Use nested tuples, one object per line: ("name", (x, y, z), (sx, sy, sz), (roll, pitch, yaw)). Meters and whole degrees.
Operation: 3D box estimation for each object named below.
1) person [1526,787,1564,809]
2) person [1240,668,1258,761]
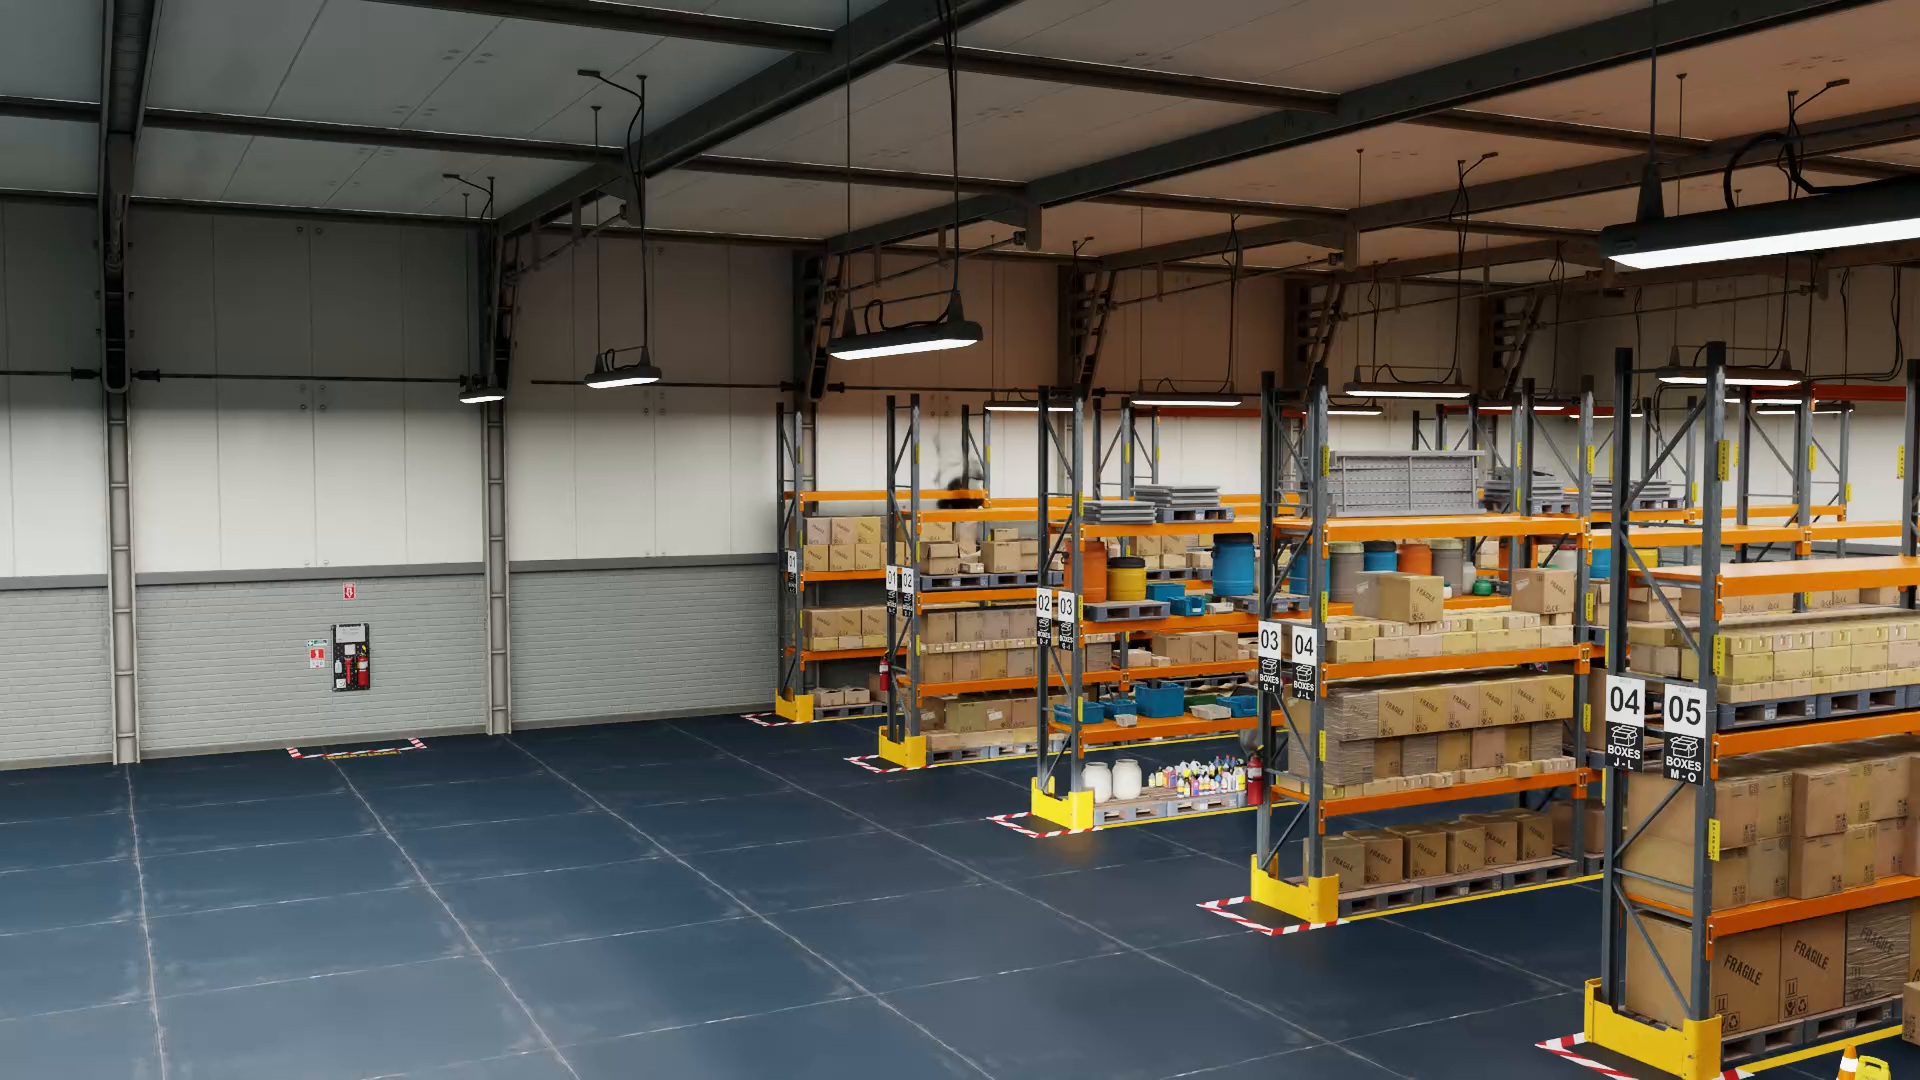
("person", (7.777, 3.004, 22.429), (0.968, 1.745, 0.710), (-2, 4, -27))
("person", (4.639, 2.855, 26.469), (0.561, 1.620, 0.600), (-2, 4, -30))
